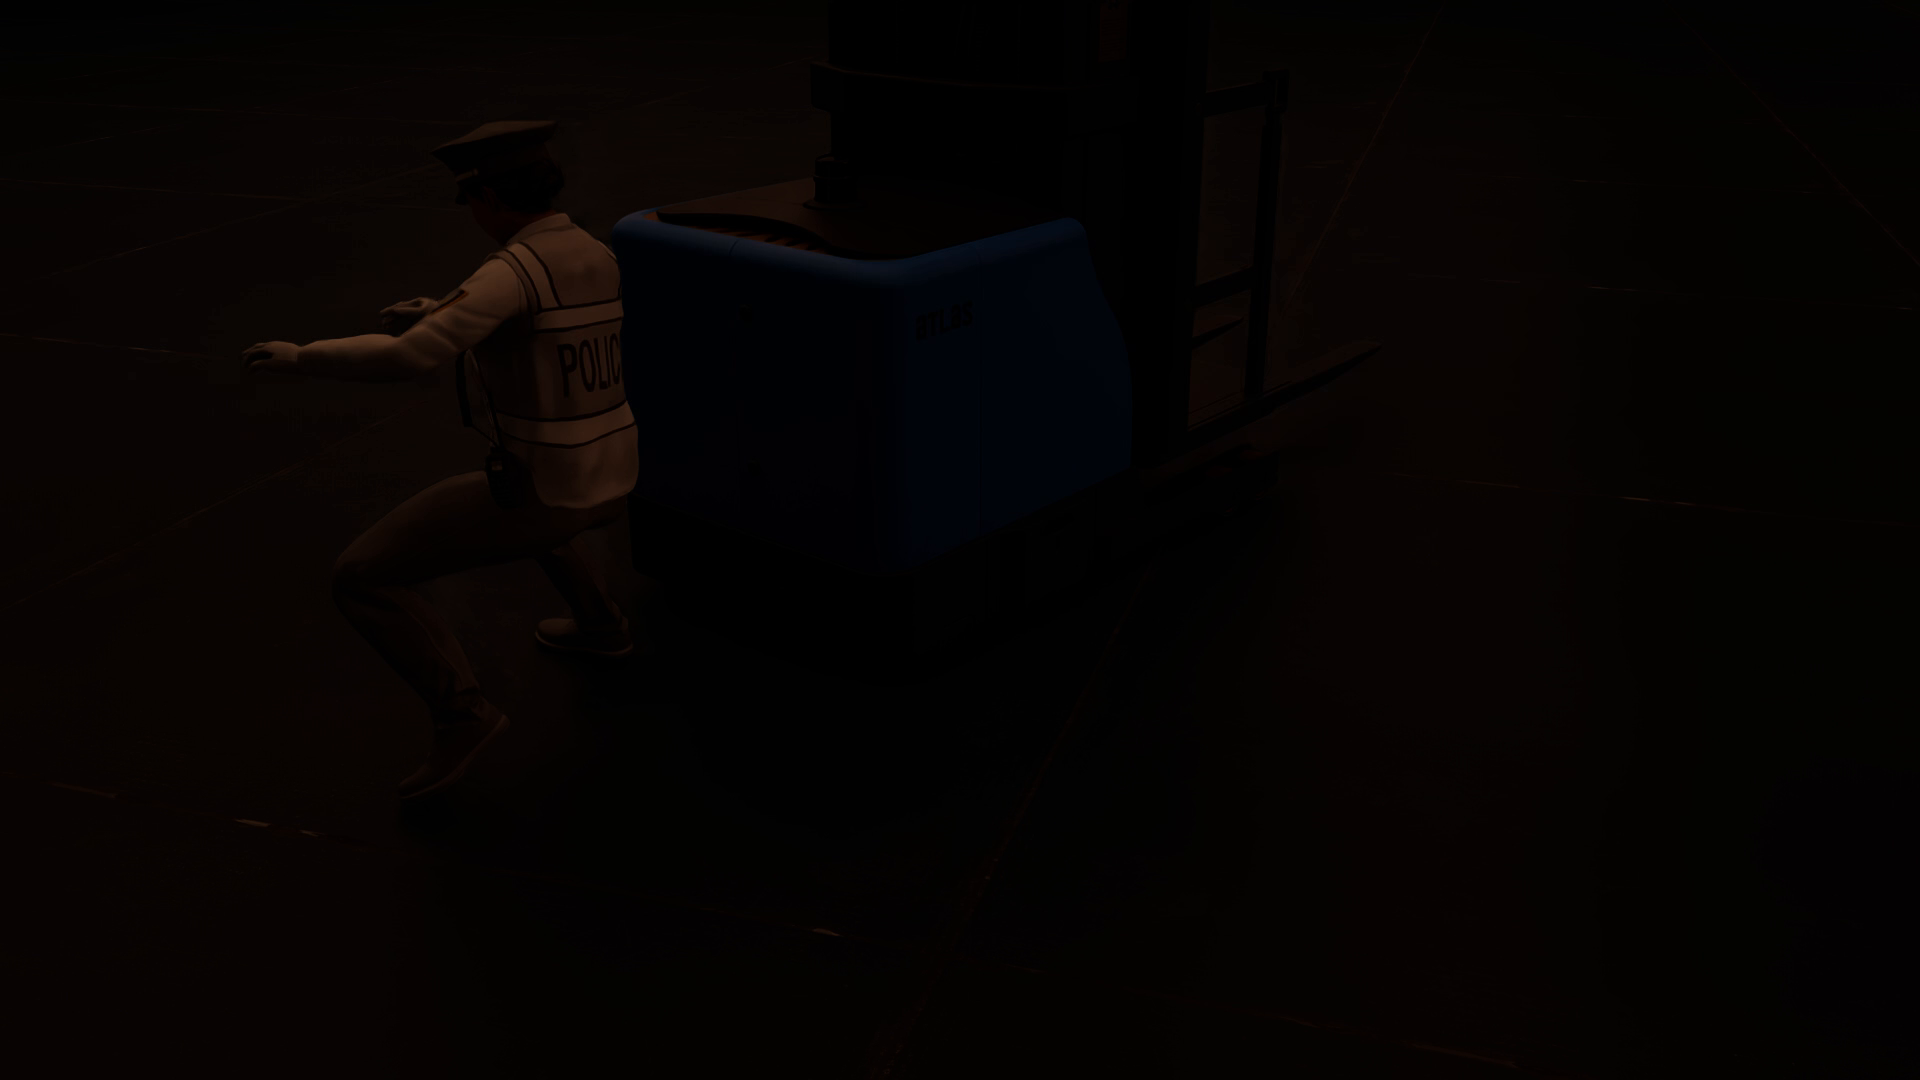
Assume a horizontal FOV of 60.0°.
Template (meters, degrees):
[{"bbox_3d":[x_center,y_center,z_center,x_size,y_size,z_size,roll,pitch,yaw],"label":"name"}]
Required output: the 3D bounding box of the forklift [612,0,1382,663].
[{"bbox_3d":[0.389,-1.534,4.996,1.130,2.935,3.031,18,28,36],"label":"forklift"}]

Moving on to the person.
[{"bbox_3d":[-1.063,-0.225,3.775,0.700,1.432,0.917,8,24,20],"label":"person"}]
